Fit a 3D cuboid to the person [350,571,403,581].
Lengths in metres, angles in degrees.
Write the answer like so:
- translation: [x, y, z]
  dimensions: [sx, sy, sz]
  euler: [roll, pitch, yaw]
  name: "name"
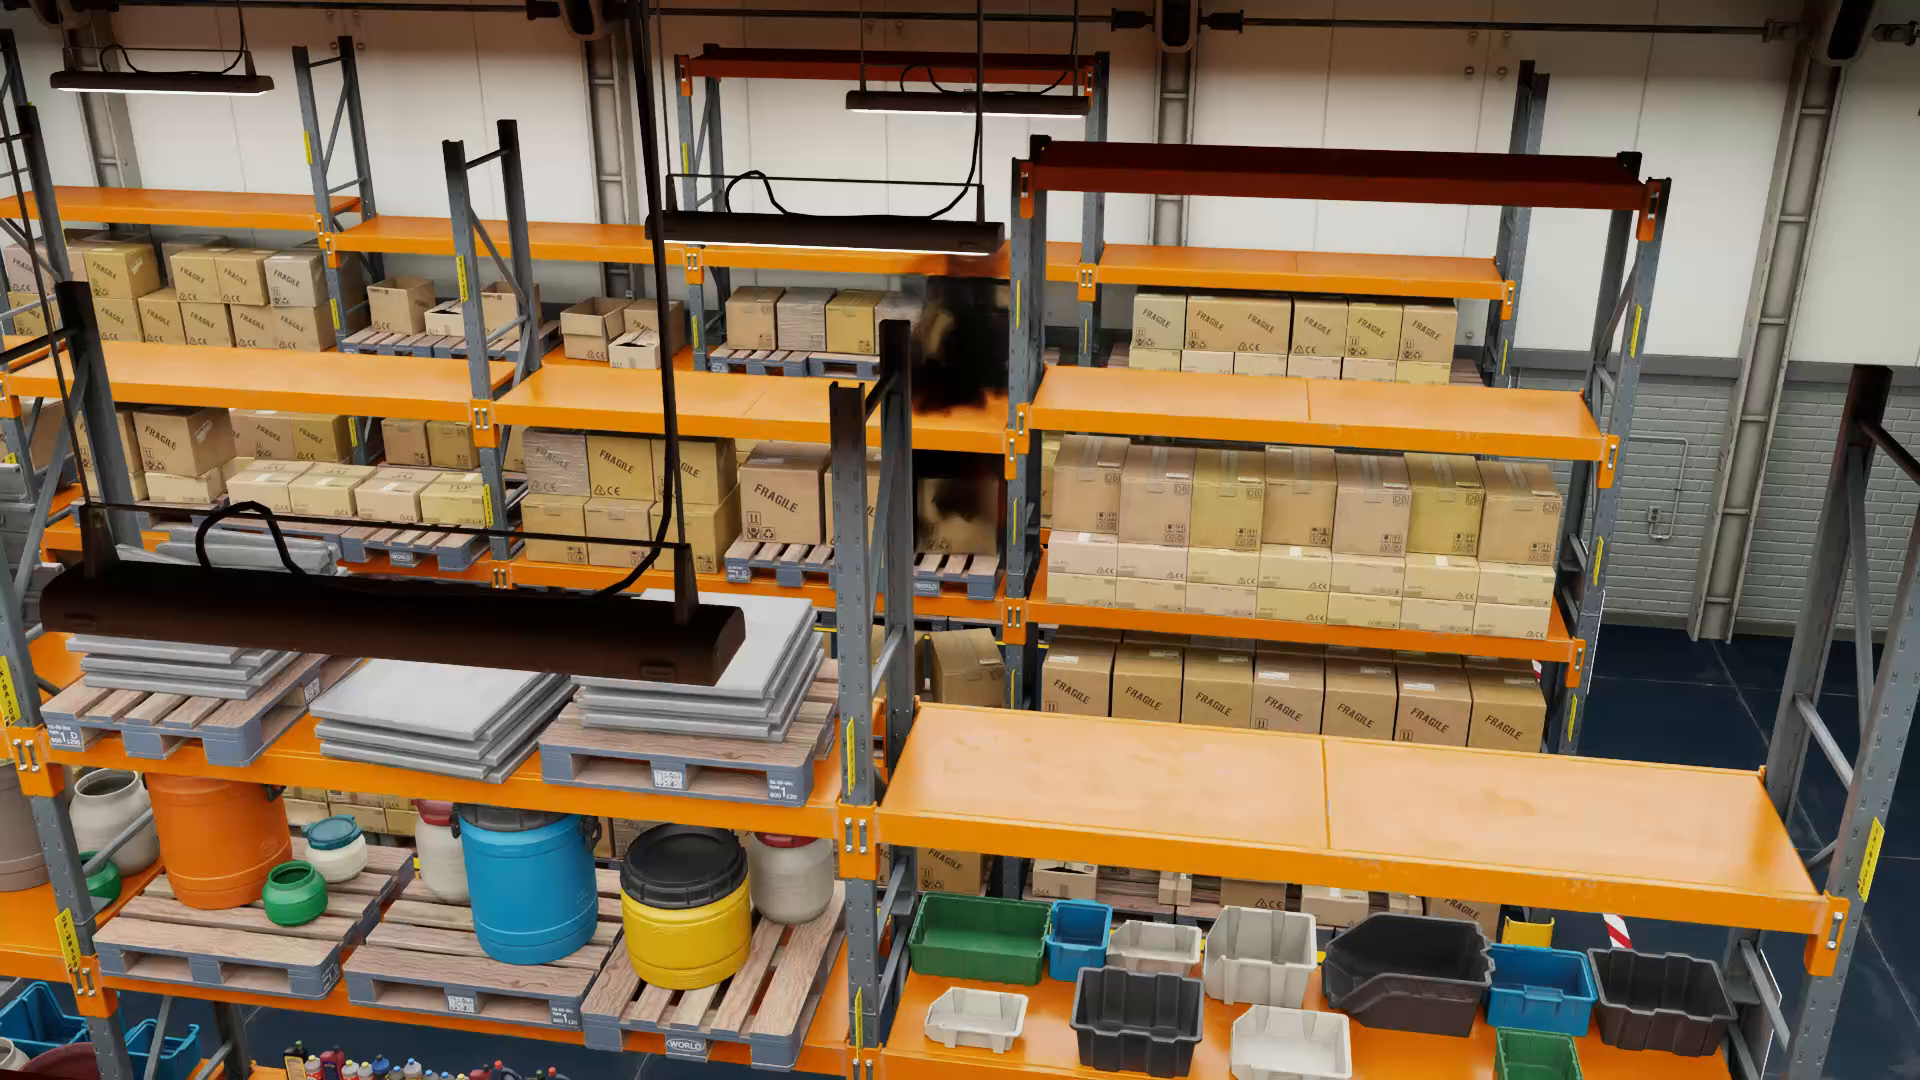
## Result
- translation: [-5.472, 0.963, 15.816]
  dimensions: [1.050, 1.792, 0.662]
  euler: [1, 23, 3]
  name: "person"
